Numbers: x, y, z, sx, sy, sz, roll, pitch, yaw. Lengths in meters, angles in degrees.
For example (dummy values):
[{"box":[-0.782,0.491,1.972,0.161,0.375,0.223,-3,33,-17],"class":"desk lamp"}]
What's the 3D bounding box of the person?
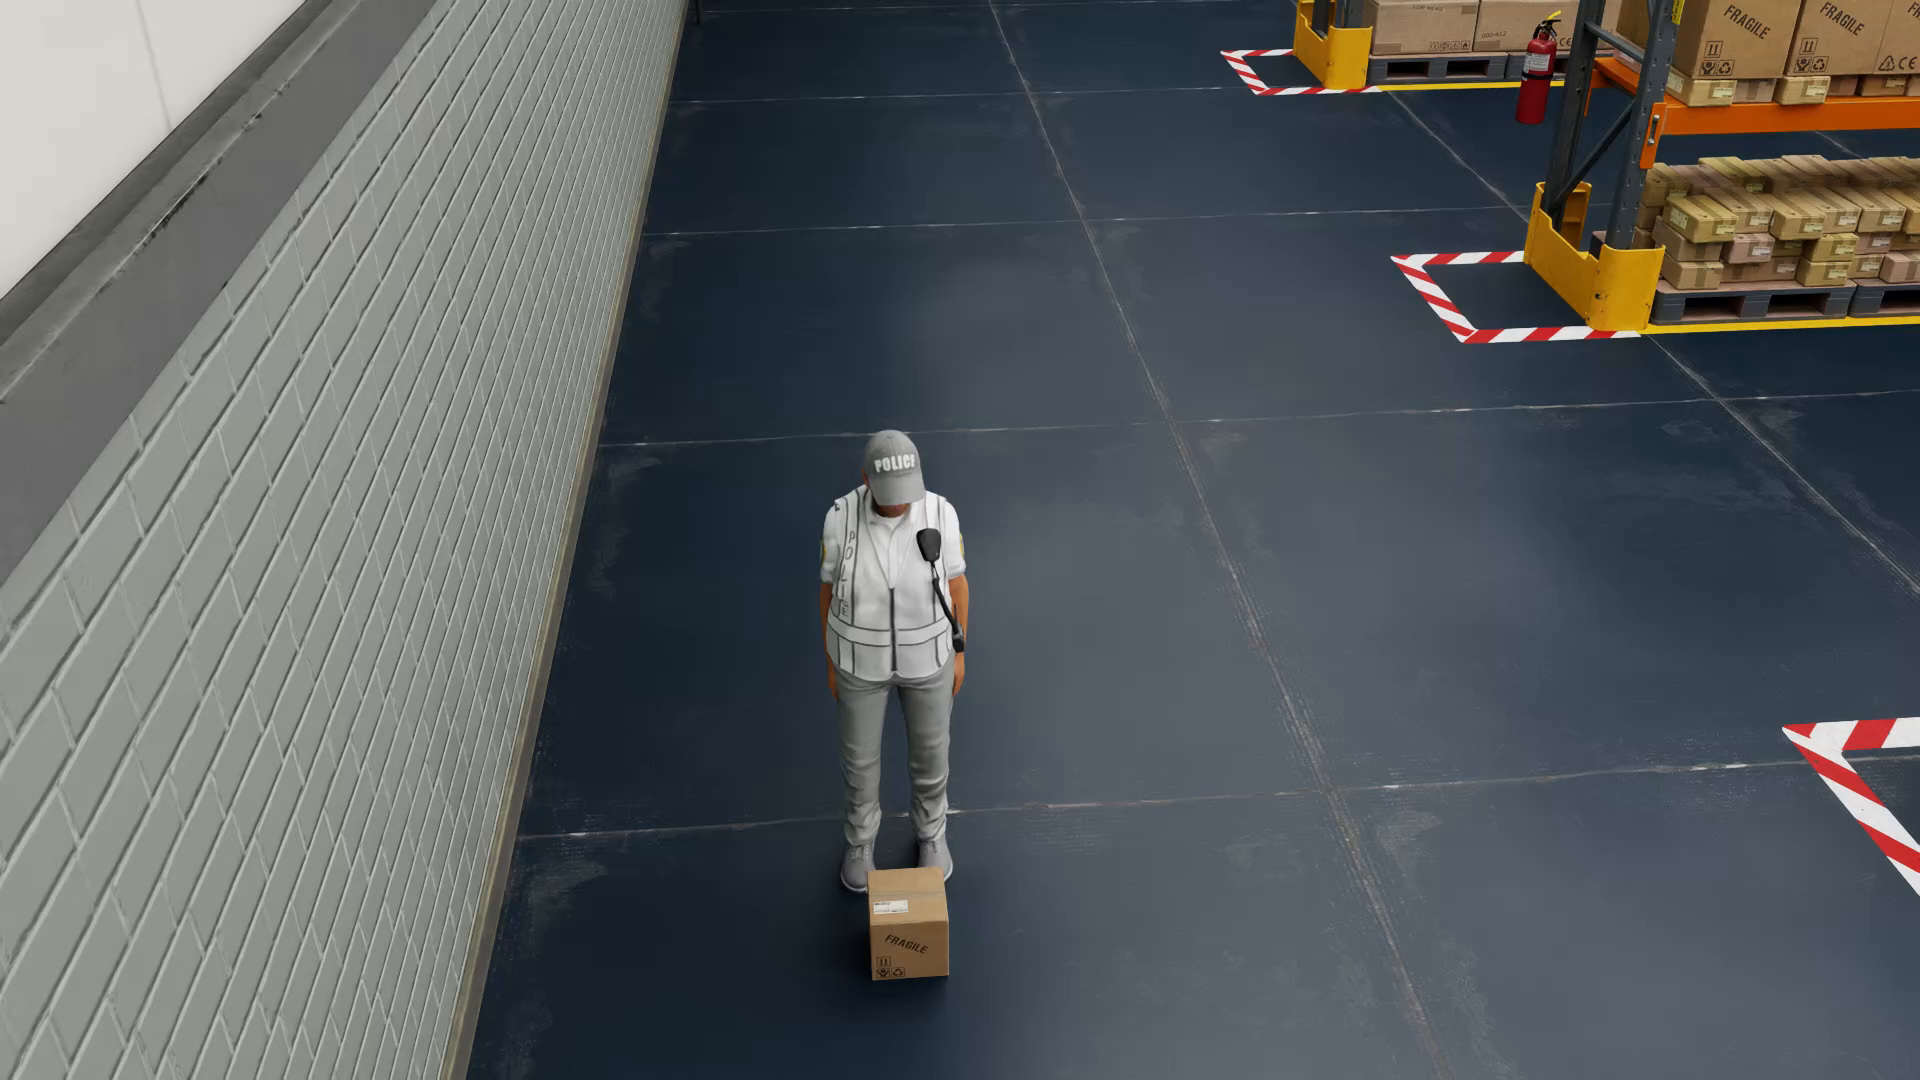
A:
[{"box":[-0.208,0.404,5.456,0.483,1.675,0.371,-2,31,-4],"class":"person"}]
